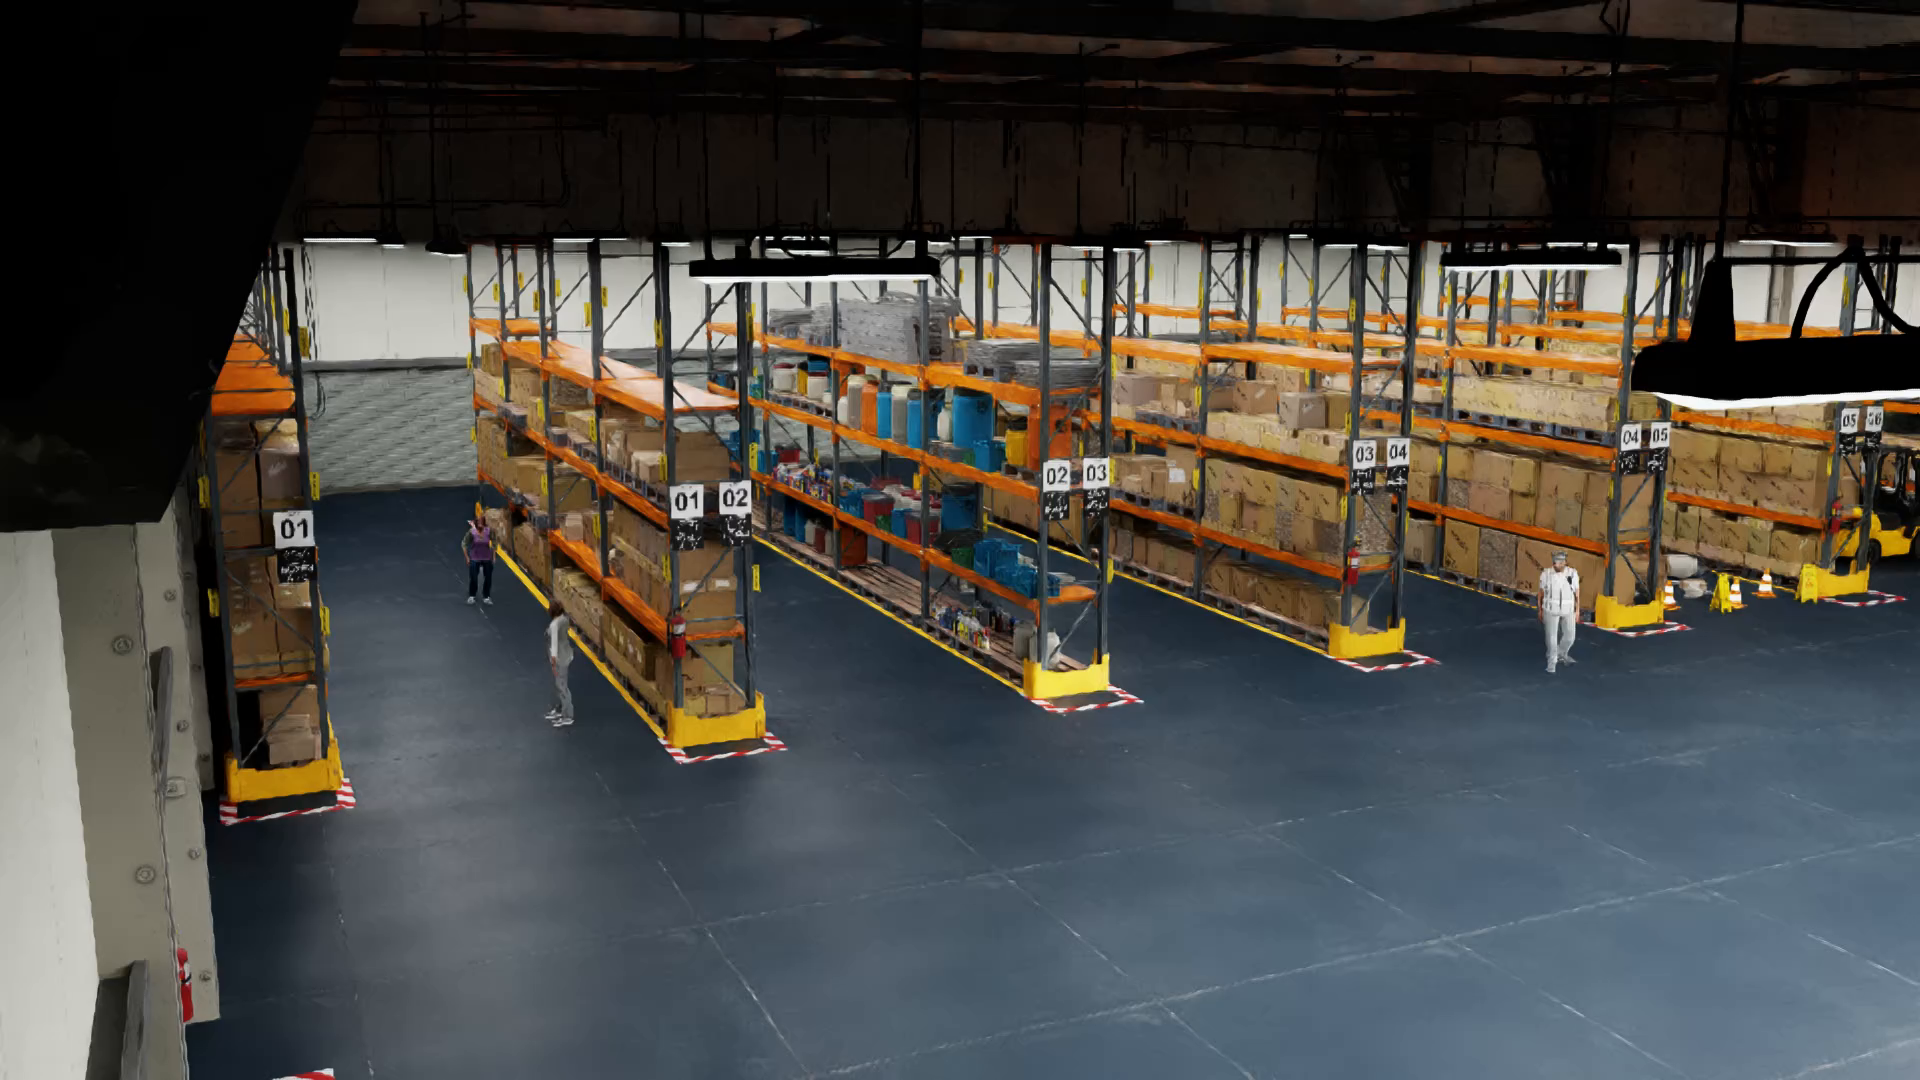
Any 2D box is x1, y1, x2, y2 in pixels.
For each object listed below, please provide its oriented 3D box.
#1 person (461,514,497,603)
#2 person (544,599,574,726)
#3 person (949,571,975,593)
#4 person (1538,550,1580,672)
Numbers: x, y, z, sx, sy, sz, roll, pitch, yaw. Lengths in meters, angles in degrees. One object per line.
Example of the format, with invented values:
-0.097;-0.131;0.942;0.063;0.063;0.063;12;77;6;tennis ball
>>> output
-7.938;0.314;27.499;0.566;1.541;0.519;-5;12;-26;person
-5.085;1.528;20.998;0.449;1.599;0.467;1;11;8;person
0.021;0.002;27.219;0.399;1.667;0.608;-10;15;-42;person
8.483;0.970;23.558;0.593;1.746;0.584;2;11;12;person
